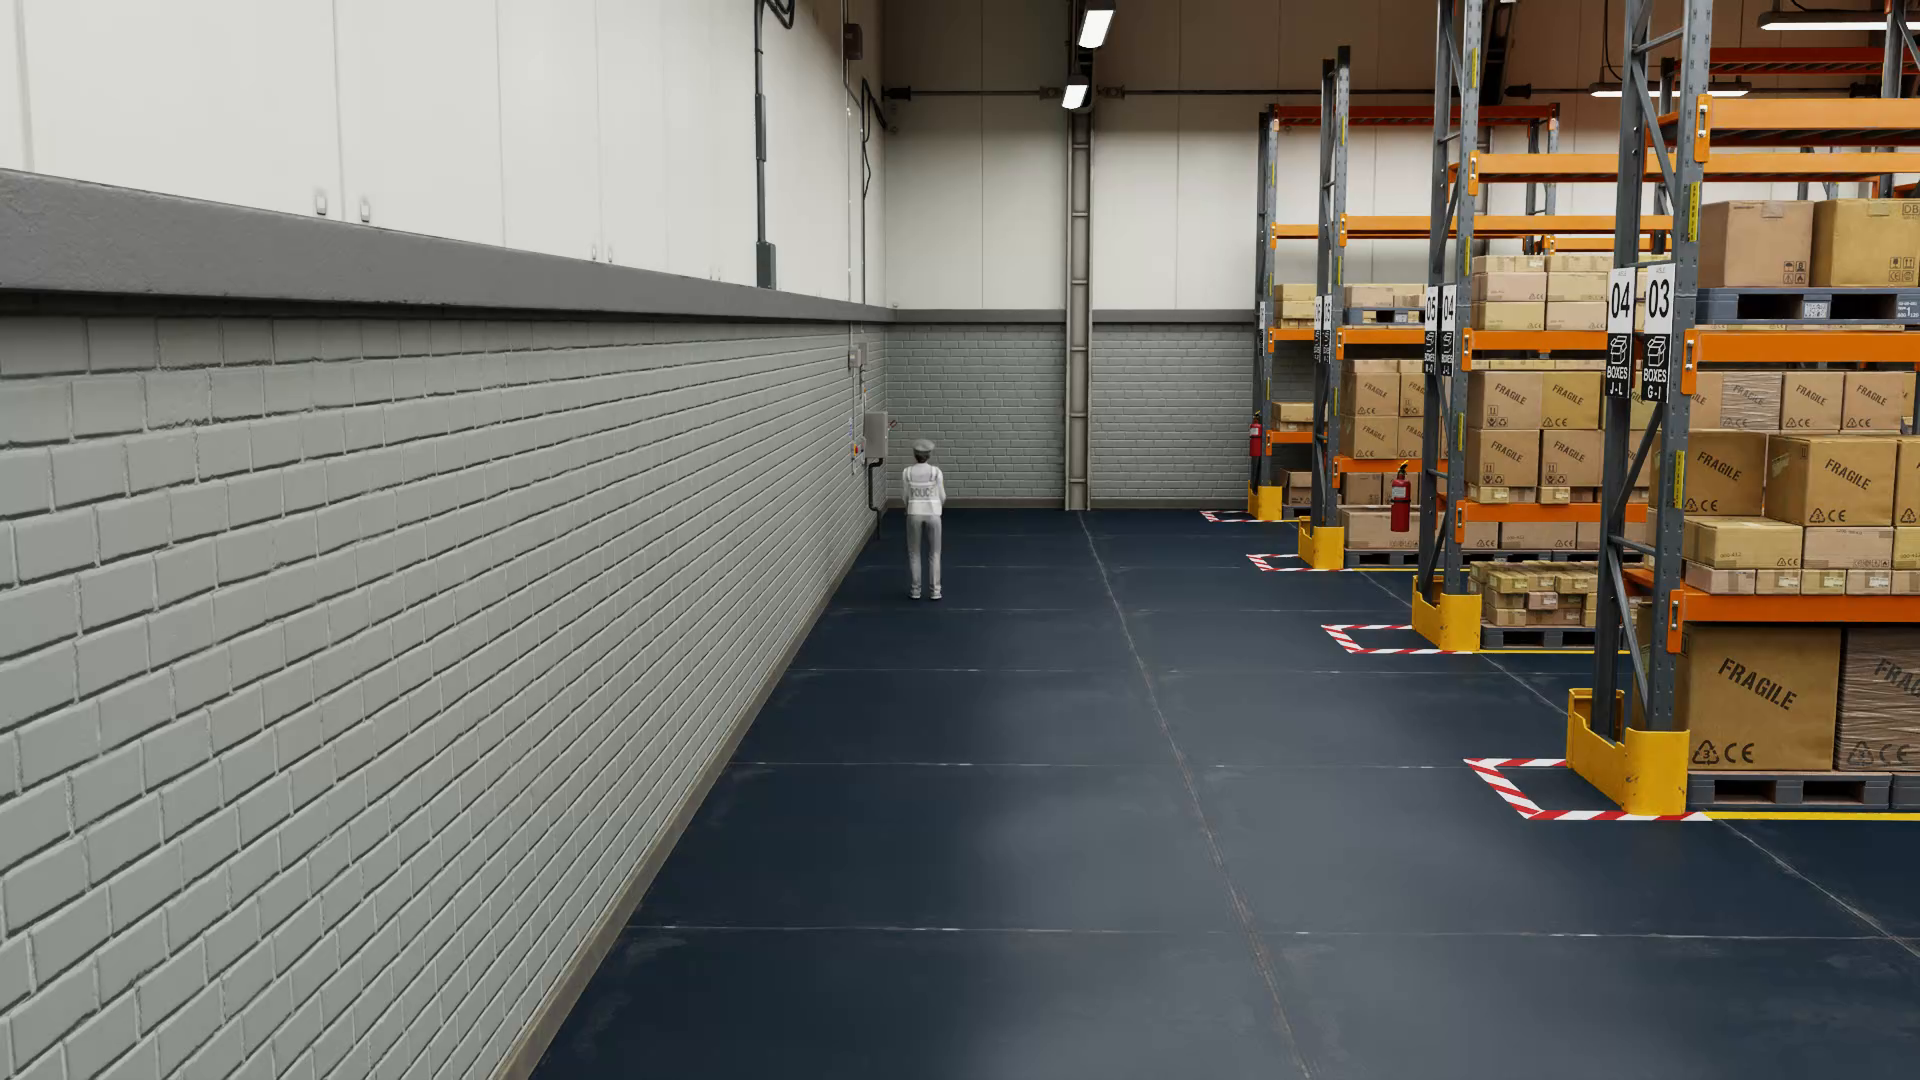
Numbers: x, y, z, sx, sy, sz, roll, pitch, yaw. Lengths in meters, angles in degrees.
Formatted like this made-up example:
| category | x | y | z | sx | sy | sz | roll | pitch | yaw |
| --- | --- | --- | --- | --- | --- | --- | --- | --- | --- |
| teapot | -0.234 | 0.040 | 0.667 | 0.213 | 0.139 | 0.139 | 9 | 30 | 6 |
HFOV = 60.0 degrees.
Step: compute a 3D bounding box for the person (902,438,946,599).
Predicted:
| category | x | y | z | sx | sy | sz | roll | pitch | yaw |
| --- | --- | --- | --- | --- | --- | --- | --- | --- | --- |
| person | -0.377 | -0.225 | 17.439 | 0.457 | 1.690 | 0.539 | 0 | 7 | 2 |
